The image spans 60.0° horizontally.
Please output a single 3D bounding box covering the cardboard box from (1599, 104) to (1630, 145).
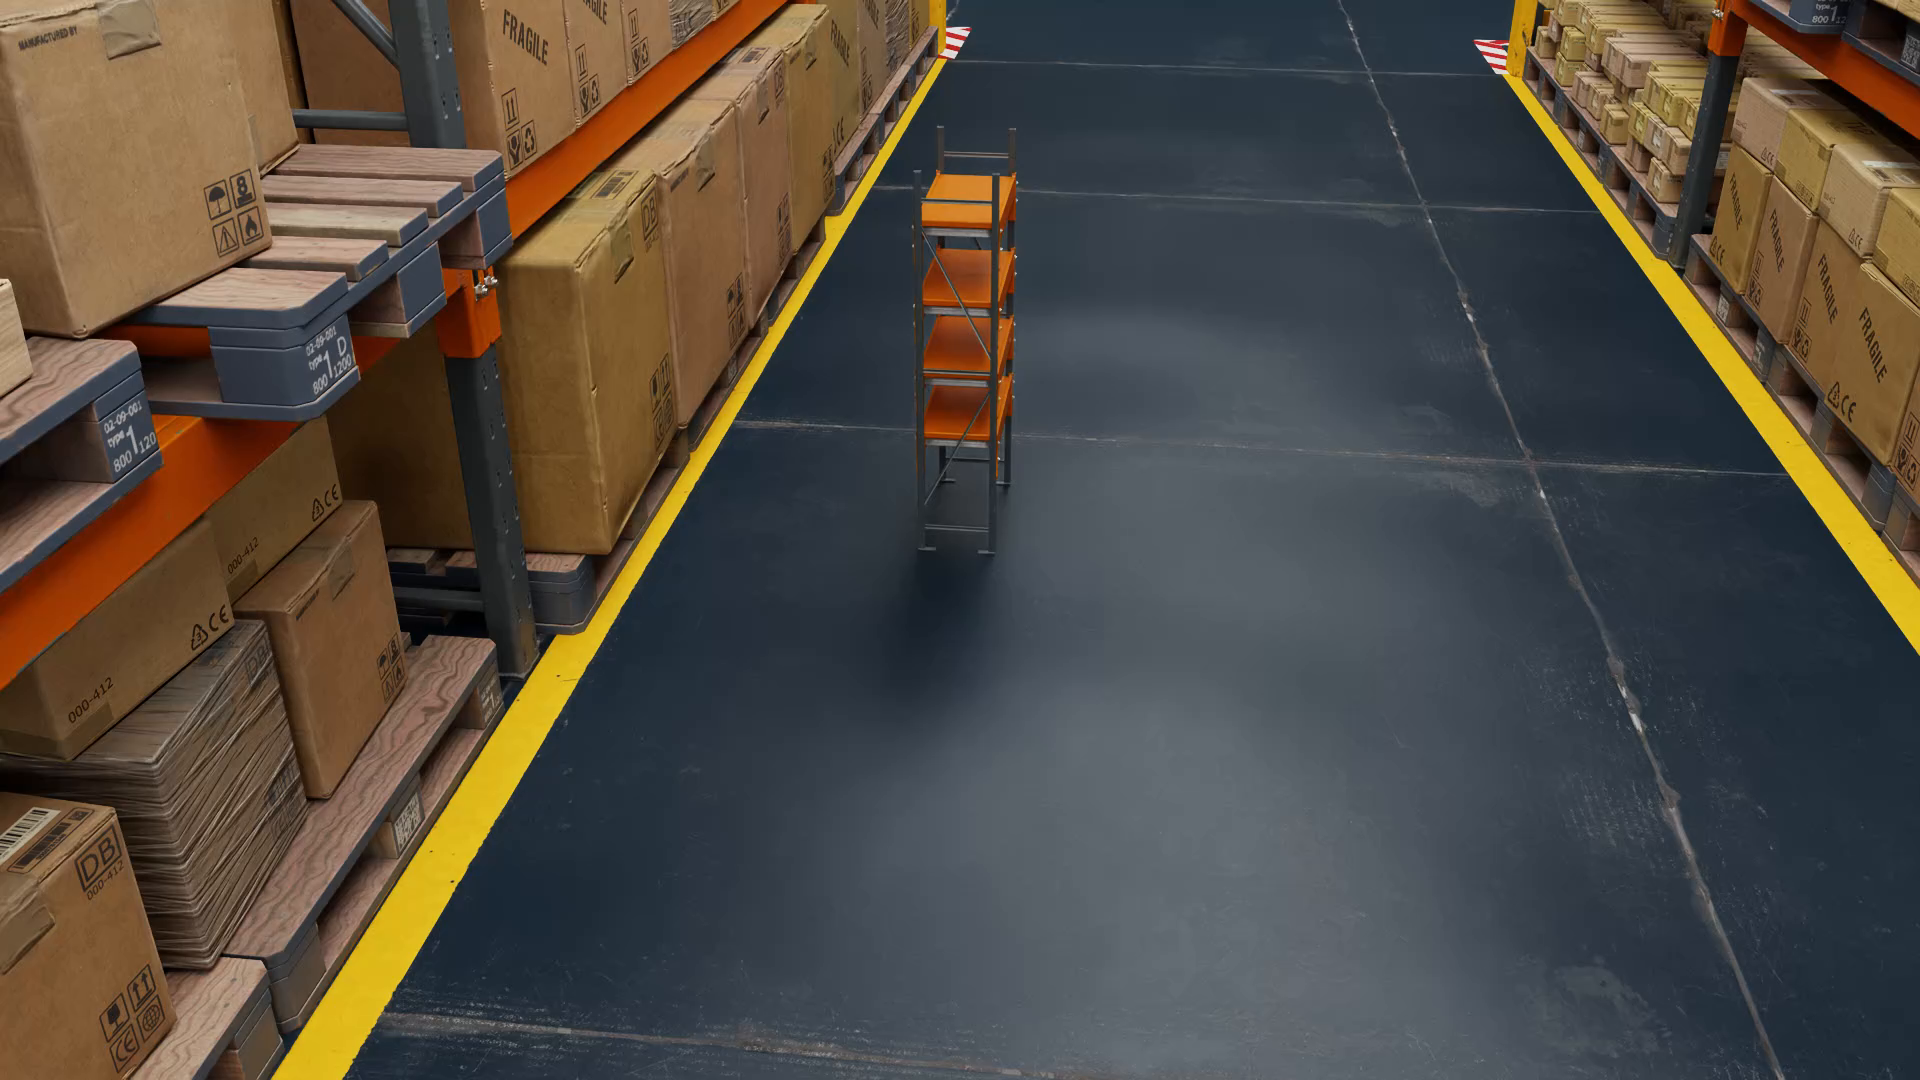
[{"bbox_3d":[3.563,-2.160,8.660,0.380,0.149,0.250,3,28,6],"label":"cardboard box"}]

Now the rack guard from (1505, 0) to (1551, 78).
[{"bbox_3d":[4.207,-3.285,10.821,1.175,0.500,0.348,3,28,6],"label":"rack guard"}]

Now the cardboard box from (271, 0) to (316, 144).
[{"bbox_3d":[-1.860,-1.282,4.362,0.500,0.500,0.500,4,29,8],"label":"cardboard box"}]

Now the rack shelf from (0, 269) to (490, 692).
[{"bbox_3d":[-1.919,0.266,2.351,1.077,0.370,4.000,3,28,6],"label":"rack shelf"}]

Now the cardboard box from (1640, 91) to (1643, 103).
[{"bbox_3d":[3.613,-2.134,8.298,0.380,0.149,0.250,4,29,7],"label":"cardboard box"}]

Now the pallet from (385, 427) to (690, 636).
[{"bbox_3d":[-1.503,-0.131,5.270,1.003,0.211,1.213,3,28,6],"label":"pallet"}]

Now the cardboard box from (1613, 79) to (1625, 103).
[{"bbox_3d":[3.678,-2.380,8.754,0.380,0.149,0.250,2,28,4],"label":"cardboard box"}]

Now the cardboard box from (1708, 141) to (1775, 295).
[{"bbox_3d":[3.372,-1.291,6.676,0.500,0.500,0.500,4,29,8],"label":"cardboard box"}]

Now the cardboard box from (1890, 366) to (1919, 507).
[{"bbox_3d":[3.124,-0.310,4.855,0.500,0.500,0.500,4,29,8],"label":"cardboard box"}]

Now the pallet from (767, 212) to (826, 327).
[{"bbox_3d":[-1.204,-1.279,7.402,1.003,0.211,1.213,3,28,6],"label":"pallet"}]

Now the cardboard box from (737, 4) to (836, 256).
[{"bbox_3d":[-1.243,-1.822,7.266,1.225,0.875,0.875,3,29,6],"label":"cardboard box"}]

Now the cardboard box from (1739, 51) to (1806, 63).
[{"bbox_3d":[4.170,-2.368,8.418,0.380,0.149,0.250,4,29,7],"label":"cardboard box"}]

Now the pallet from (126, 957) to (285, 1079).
[{"bbox_3d":[-1.924,1.176,2.844,1.003,0.211,1.213,3,28,6],"label":"pallet"}]

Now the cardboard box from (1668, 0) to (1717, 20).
[{"bbox_3d":[4.409,-3.105,9.787,0.380,0.149,0.250,3,28,5],"label":"cardboard box"}]

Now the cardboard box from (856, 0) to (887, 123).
[{"bbox_3d":[-0.914,-2.854,9.182,0.875,0.875,0.875,3,28,6],"label":"cardboard box"}]

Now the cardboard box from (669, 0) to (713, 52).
[{"bbox_3d":[-1.161,-1.968,5.635,0.500,0.500,0.500,3,29,6],"label":"cardboard box"}]

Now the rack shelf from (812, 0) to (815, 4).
[{"bbox_3d":[-0.939,-3.499,9.341,1.077,0.370,4.000,3,28,6],"label":"rack shelf"}]

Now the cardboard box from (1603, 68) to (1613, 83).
[{"bbox_3d":[3.796,-2.630,9.218,0.380,0.149,0.250,5,29,9],"label":"cardboard box"}]

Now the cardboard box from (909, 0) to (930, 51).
[{"bbox_3d":[-0.693,-3.701,10.755,0.875,0.875,0.875,3,28,6],"label":"cardboard box"}]

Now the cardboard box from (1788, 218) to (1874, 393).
[{"bbox_3d":[3.258,-0.794,5.754,0.500,0.500,0.500,4,29,7],"label":"cardboard box"}]

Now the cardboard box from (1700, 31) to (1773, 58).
[{"bbox_3d":[4.191,-2.615,8.877,0.380,0.149,0.250,3,29,6],"label":"cardboard box"}]

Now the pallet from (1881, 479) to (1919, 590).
[{"bbox_3d":[3.333,0.204,4.649,1.003,0.211,1.213,3,28,6],"label":"pallet"}]

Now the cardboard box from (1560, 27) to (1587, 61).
[{"bbox_3d":[3.726,-2.890,9.702,0.380,0.149,0.250,4,29,8],"label":"cardboard box"}]

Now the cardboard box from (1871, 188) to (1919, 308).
[{"bbox_3d":[3.188,-0.884,5.131,0.500,0.250,0.500,4,29,7],"label":"cardboard box"}]

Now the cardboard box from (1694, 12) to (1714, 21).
[{"bbox_3d":[4.337,-2.857,9.327,0.380,0.149,0.250,4,29,8],"label":"cardboard box"}]

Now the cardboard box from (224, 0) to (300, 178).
[{"bbox_3d":[-1.701,-0.964,3.329,0.500,0.500,0.500,0,28,0],"label":"cardboard box"}]

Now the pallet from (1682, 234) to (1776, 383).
[{"bbox_3d":[3.632,-0.945,6.781,1.003,0.211,1.213,3,28,6],"label":"pallet"}]

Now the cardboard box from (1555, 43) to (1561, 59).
[{"bbox_3d":[3.883,-2.995,10.211,0.380,0.149,0.250,3,28,6],"label":"cardboard box"}]

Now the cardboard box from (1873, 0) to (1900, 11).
[{"bbox_3d":[3.033,-1.721,5.104,0.380,0.149,0.250,2,28,4],"label":"cardboard box"}]

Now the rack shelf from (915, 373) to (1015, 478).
[{"bbox_3d":[0.020,-0.372,5.236,0.258,0.148,0.480,3,28,6],"label":"rack shelf"}]

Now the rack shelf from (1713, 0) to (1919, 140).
[{"bbox_3d":[3.481,-1.281,5.223,1.077,0.370,4.000,3,28,6],"label":"rack shelf"}]

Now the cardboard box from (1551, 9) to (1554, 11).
[{"bbox_3d":[3.897,-3.251,10.371,0.380,0.149,0.250,5,29,8],"label":"cardboard box"}]

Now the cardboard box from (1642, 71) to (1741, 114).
[{"bbox_3d":[3.527,-2.153,8.020,0.380,0.149,0.250,3,28,6],"label":"cardboard box"}]

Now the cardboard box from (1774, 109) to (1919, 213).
[{"bbox_3d":[3.310,-1.370,6.033,0.500,0.250,0.500,4,29,8],"label":"cardboard box"}]

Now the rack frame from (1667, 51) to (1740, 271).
[{"bbox_3d":[3.726,-2.539,6.800,1.000,3.000,0.127,3,28,6],"label":"rack frame"}]

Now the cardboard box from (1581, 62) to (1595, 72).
[{"bbox_3d":[3.783,-2.639,9.548,0.380,0.149,0.250,3,29,6],"label":"cardboard box"}]

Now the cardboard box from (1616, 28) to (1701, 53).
[{"bbox_3d":[3.737,-2.642,8.927,0.380,0.149,0.250,3,29,6],"label":"cardboard box"}]

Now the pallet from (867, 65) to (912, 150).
[{"bbox_3d":[-0.866,-2.576,9.810,1.003,0.211,1.213,3,28,6],"label":"pallet"}]

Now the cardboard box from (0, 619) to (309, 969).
[{"bbox_3d":[-1.792,0.493,3.343,0.700,0.500,0.500,1,28,2],"label":"cardboard box"}]

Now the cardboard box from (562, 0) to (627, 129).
[{"bbox_3d":[-1.284,-1.492,4.751,0.500,0.500,0.500,3,28,5],"label":"cardboard box"}]

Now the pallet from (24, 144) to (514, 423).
[{"bbox_3d":[-1.656,-0.566,3.340,1.213,0.211,1.003,3,28,6],"label":"pallet"}]

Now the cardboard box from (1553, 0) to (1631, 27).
[{"bbox_3d":[3.742,-3.139,9.849,0.380,0.149,0.250,3,28,6],"label":"cardboard box"}]

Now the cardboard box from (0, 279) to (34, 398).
[{"bbox_3d":[-1.611,-0.317,2.374,0.396,0.266,0.258,3,28,5],"label":"cardboard box"}]

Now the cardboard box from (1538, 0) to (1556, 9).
[{"bbox_3d":[3.815,-3.386,10.309,0.380,0.149,0.250,2,28,4],"label":"cardboard box"}]

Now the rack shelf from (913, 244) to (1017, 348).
[{"bbox_3d":[0.020,-0.744,5.036,0.258,0.148,0.480,3,28,6],"label":"rack shelf"}]

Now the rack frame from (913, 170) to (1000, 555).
[{"bbox_3d":[-0.010,-0.491,4.897,0.240,1.200,0.015,3,28,6],"label":"rack frame"}]

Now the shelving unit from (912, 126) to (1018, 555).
[{"bbox_3d":[0.020,-0.606,5.110,0.258,1.200,0.503,3,28,6],"label":"shelving unit"}]

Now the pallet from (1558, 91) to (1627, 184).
[{"bbox_3d":[3.920,-2.205,9.121,1.003,0.211,1.213,3,28,6],"label":"pallet"}]

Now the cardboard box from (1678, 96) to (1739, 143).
[{"bbox_3d":[3.511,-1.913,7.574,0.380,0.149,0.250,4,29,8],"label":"cardboard box"}]

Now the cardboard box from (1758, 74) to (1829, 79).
[{"bbox_3d":[4.048,-2.129,7.975,0.380,0.149,0.250,3,28,5],"label":"cardboard box"}]

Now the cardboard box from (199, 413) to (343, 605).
[{"bbox_3d":[-1.727,-0.098,3.650,0.500,0.250,0.500,4,29,8],"label":"cardboard box"}]

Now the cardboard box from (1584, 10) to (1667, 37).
[{"bbox_3d":[3.751,-2.887,9.382,0.380,0.149,0.250,4,29,8],"label":"cardboard box"}]

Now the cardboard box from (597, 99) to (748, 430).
[{"bbox_3d":[-1.452,-0.984,5.711,1.225,0.875,0.875,3,29,6],"label":"cardboard box"}]

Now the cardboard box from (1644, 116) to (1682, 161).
[{"bbox_3d":[3.470,-1.894,7.853,0.380,0.149,0.250,2,28,4],"label":"cardboard box"}]

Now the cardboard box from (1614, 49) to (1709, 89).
[{"bbox_3d":[3.577,-2.404,8.485,0.380,0.149,0.250,2,28,4],"label":"cardboard box"}]

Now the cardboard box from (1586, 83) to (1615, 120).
[{"bbox_3d":[3.658,-2.395,9.095,0.380,0.149,0.250,3,28,6],"label":"cardboard box"}]

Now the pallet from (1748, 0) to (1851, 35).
[{"bbox_3d":[3.488,-2.103,6.193,1.003,0.211,1.213,3,28,6],"label":"pallet"}]
